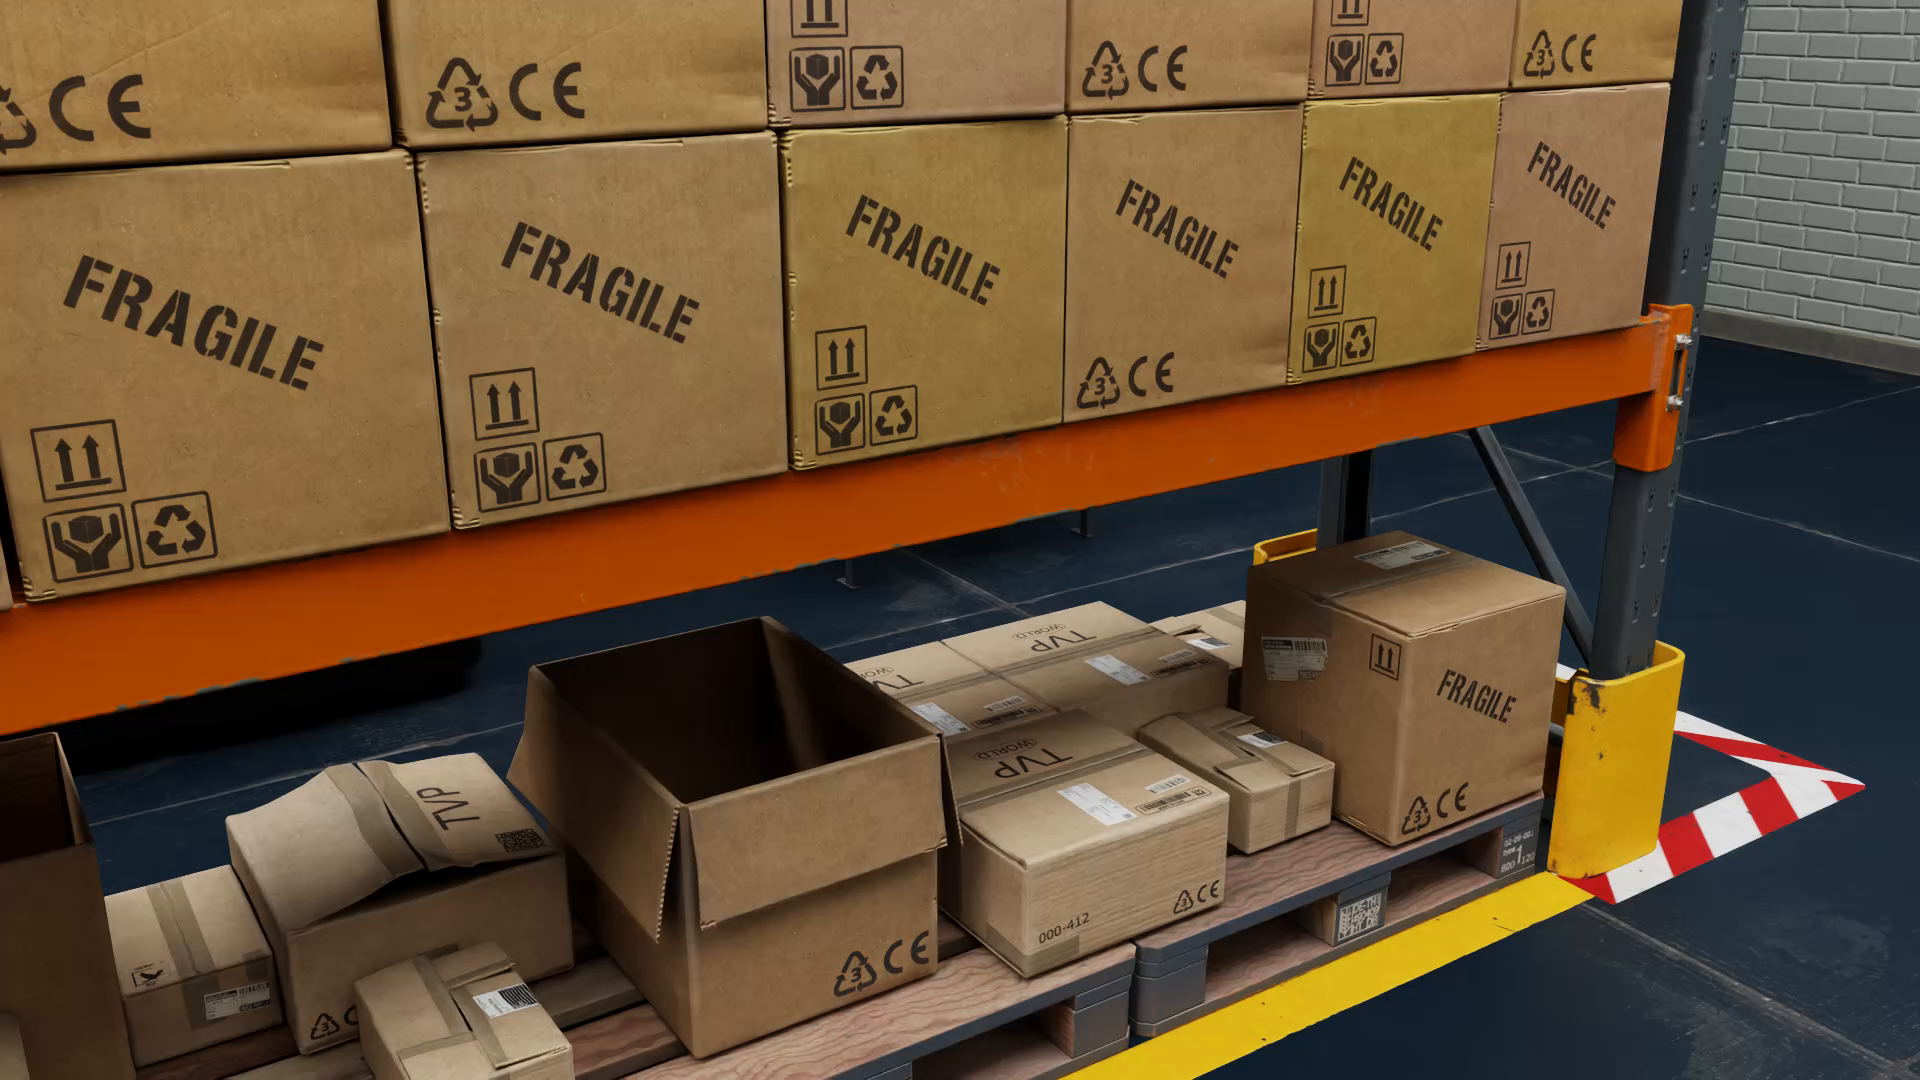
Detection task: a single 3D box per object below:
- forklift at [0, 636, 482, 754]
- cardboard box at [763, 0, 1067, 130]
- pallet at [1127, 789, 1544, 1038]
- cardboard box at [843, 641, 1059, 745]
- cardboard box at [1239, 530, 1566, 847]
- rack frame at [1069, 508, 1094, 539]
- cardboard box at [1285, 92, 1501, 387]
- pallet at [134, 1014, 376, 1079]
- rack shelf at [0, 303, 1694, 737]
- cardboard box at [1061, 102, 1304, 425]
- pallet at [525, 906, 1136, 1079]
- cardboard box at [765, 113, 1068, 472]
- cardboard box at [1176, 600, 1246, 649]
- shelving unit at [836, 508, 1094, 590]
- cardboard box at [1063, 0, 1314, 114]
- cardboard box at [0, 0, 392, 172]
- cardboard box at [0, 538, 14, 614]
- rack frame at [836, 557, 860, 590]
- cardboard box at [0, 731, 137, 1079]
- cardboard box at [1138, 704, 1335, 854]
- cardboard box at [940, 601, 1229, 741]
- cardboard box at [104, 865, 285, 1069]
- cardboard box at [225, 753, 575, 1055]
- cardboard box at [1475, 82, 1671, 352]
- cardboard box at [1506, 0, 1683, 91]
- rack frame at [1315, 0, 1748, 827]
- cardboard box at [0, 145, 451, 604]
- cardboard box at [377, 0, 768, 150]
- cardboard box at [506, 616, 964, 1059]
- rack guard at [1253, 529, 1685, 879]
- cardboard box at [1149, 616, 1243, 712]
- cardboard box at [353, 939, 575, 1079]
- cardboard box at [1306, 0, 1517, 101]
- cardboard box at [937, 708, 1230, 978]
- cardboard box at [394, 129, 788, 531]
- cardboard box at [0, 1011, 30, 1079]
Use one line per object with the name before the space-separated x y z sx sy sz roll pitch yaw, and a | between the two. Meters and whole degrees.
forklift | -2.963 -0.851 4.184 3.031 2.935 1.130 -11 21 -29
cardboard box | -0.180 -0.915 2.550 0.500 0.500 0.500 -11 22 -30
pallet | 0.593 0.657 3.972 1.213 0.211 1.003 -12 22 -31
cardboard box | -0.124 0.472 3.771 0.500 0.250 0.500 -12 22 -31
cardboard box | 1.003 0.319 3.832 0.500 0.500 0.500 -12 22 -31
rack frame | 0.353 -0.785 6.225 0.032 1.500 0.500 -12 22 -31
cardboard box | 0.666 -0.621 3.243 0.500 0.500 0.500 -12 22 -31
pallet | -1.445 1.087 2.700 1.213 0.211 1.003 -12 22 -31
rack shelf | -0.349 -0.125 3.054 4.000 0.370 1.077 -12 22 -31
cardboard box | 0.246 -0.535 2.987 0.500 0.500 0.500 -12 22 -31
pallet | -0.425 0.871 3.340 1.213 0.211 1.003 -12 22 -31
cardboard box | -0.175 -0.446 2.725 0.500 0.500 0.500 -12 22 -32
cardboard box | 0.783 0.306 4.421 0.250 0.149 0.380 -12 22 -31
shelving unit | -0.071 -0.695 5.960 1.048 1.500 0.538 -12 22 -31
cardboard box | 0.249 -1.005 2.817 0.500 0.500 0.500 -11 22 -30
cardboard box | -1.040 -0.733 2.013 0.500 0.500 0.500 -13 22 -33
cardboard box | -1.444 -0.178 1.931 0.500 0.500 0.500 -11 22 -30
rack frame | -0.496 -0.606 5.695 0.032 1.500 0.500 -12 22 -31
cardboard box | -1.699 0.686 2.748 0.500 0.500 0.500 -12 22 -31
cardboard box | 0.615 0.525 3.746 0.250 0.166 0.380 -12 22 -31
cardboard box | 0.294 0.384 4.031 0.500 0.250 0.500 -12 22 -31
cardboard box | -1.419 0.770 3.047 0.250 0.149 0.380 -12 22 -31
cardboard box | -1.073 0.644 3.169 0.500 0.311 0.500 -12 22 -31
cardboard box | 1.097 -0.714 3.516 0.500 0.500 0.500 -11 22 -30
cardboard box | 1.101 -1.187 3.355 0.500 0.500 0.500 -12 22 -32
rack frame | 1.322 -0.818 3.981 0.127 3.000 1.000 -12 22 -31
cardboard box | -1.018 -0.269 2.200 0.500 0.500 0.500 -11 22 -30
cardboard box | -0.611 -0.824 2.280 0.500 0.500 0.500 -13 22 -33
cardboard box | -0.453 0.528 3.209 0.637 0.503 0.797 -12 22 -31
rack guard | 1.258 0.380 4.342 0.348 0.500 1.175 -12 22 -31
cardboard box | 0.574 0.342 4.288 0.250 0.166 0.380 -12 22 -31
cardboard box | -0.833 0.849 2.786 0.250 0.166 0.380 -12 22 -31
cardboard box | 0.680 -1.098 3.091 0.500 0.500 0.500 -11 22 -30
cardboard box | 0.193 0.597 3.401 0.500 0.250 0.500 -12 22 -31
cardboard box | -0.599 -0.356 2.459 0.500 0.500 0.500 -12 22 -32
cardboard box | -1.550 0.936 2.304 0.500 0.311 0.500 -12 22 -31
